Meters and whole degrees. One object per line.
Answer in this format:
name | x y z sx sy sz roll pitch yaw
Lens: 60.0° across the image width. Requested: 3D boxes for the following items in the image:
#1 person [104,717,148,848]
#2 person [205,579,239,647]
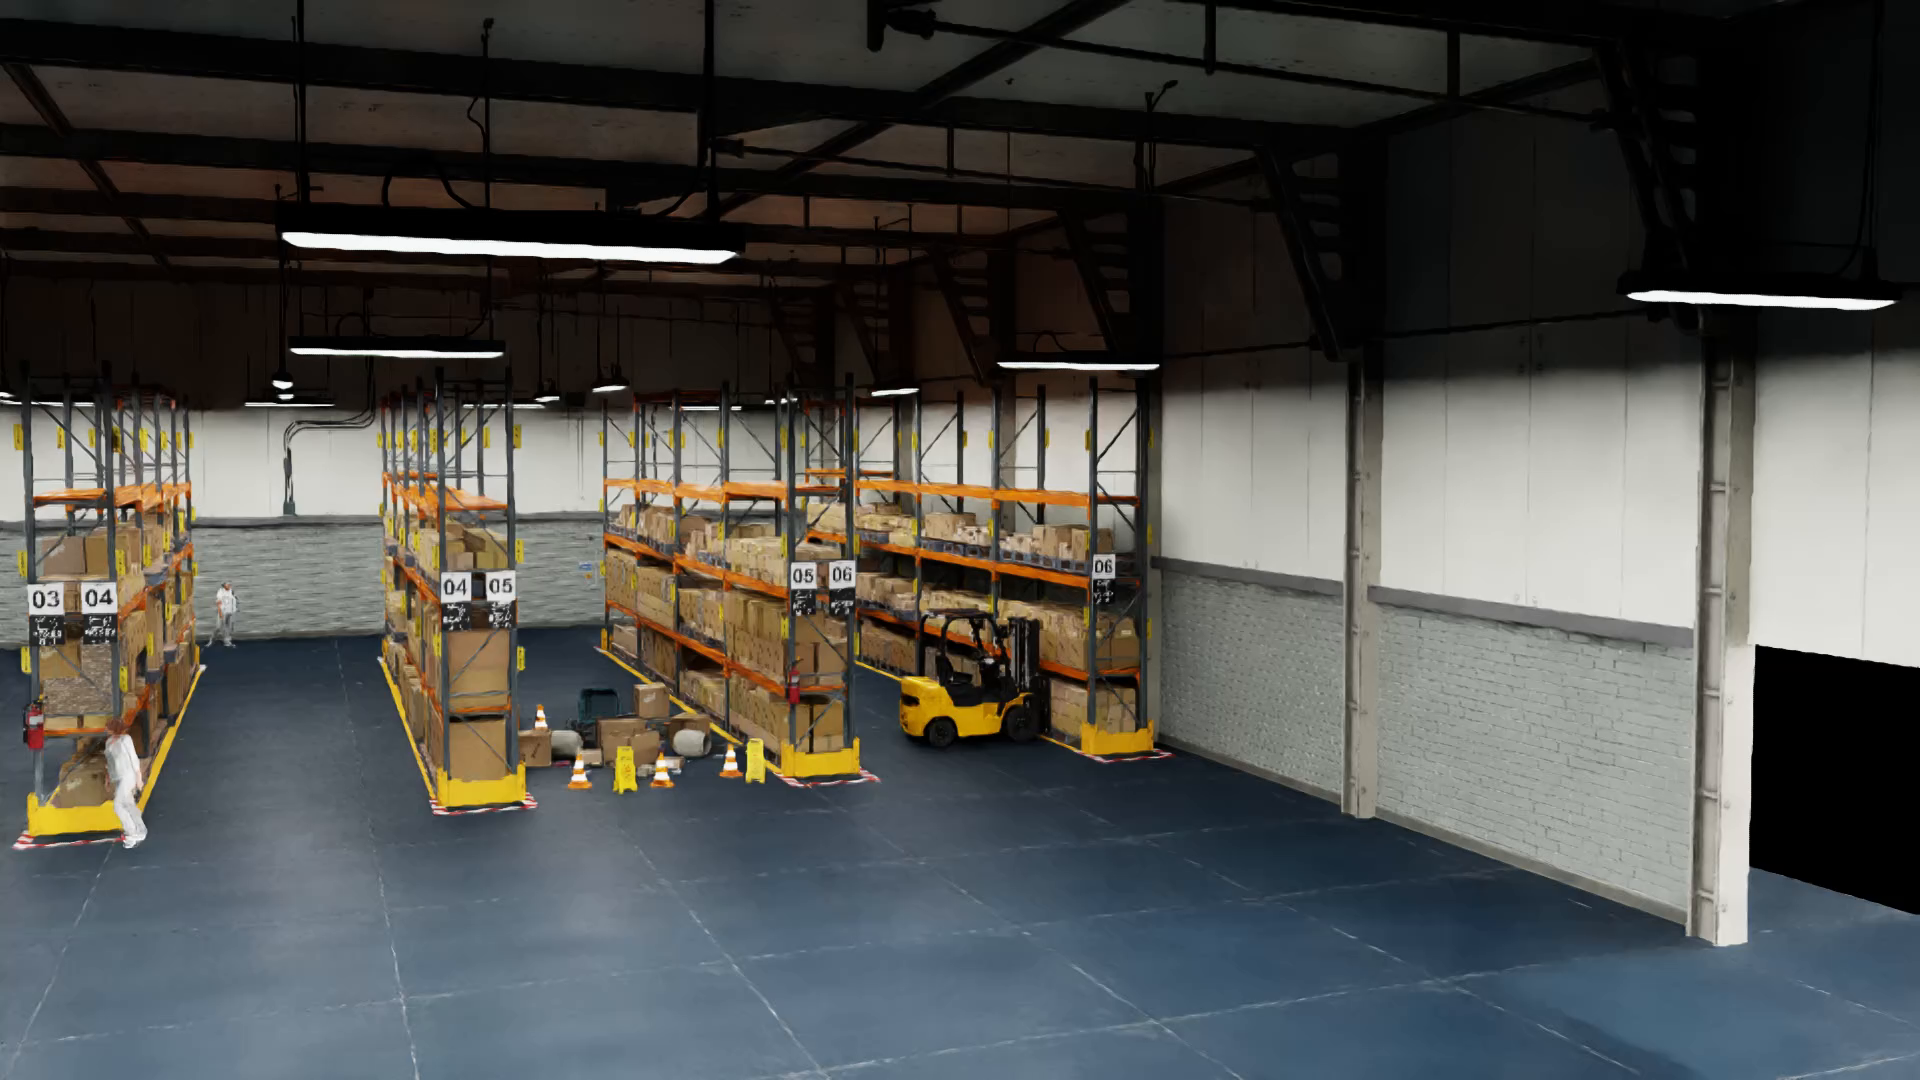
person | -10.296 2.962 20.543 0.530 1.586 0.463 2 4 35
person | -17.869 1.765 40.212 0.530 1.655 0.711 1 4 23
